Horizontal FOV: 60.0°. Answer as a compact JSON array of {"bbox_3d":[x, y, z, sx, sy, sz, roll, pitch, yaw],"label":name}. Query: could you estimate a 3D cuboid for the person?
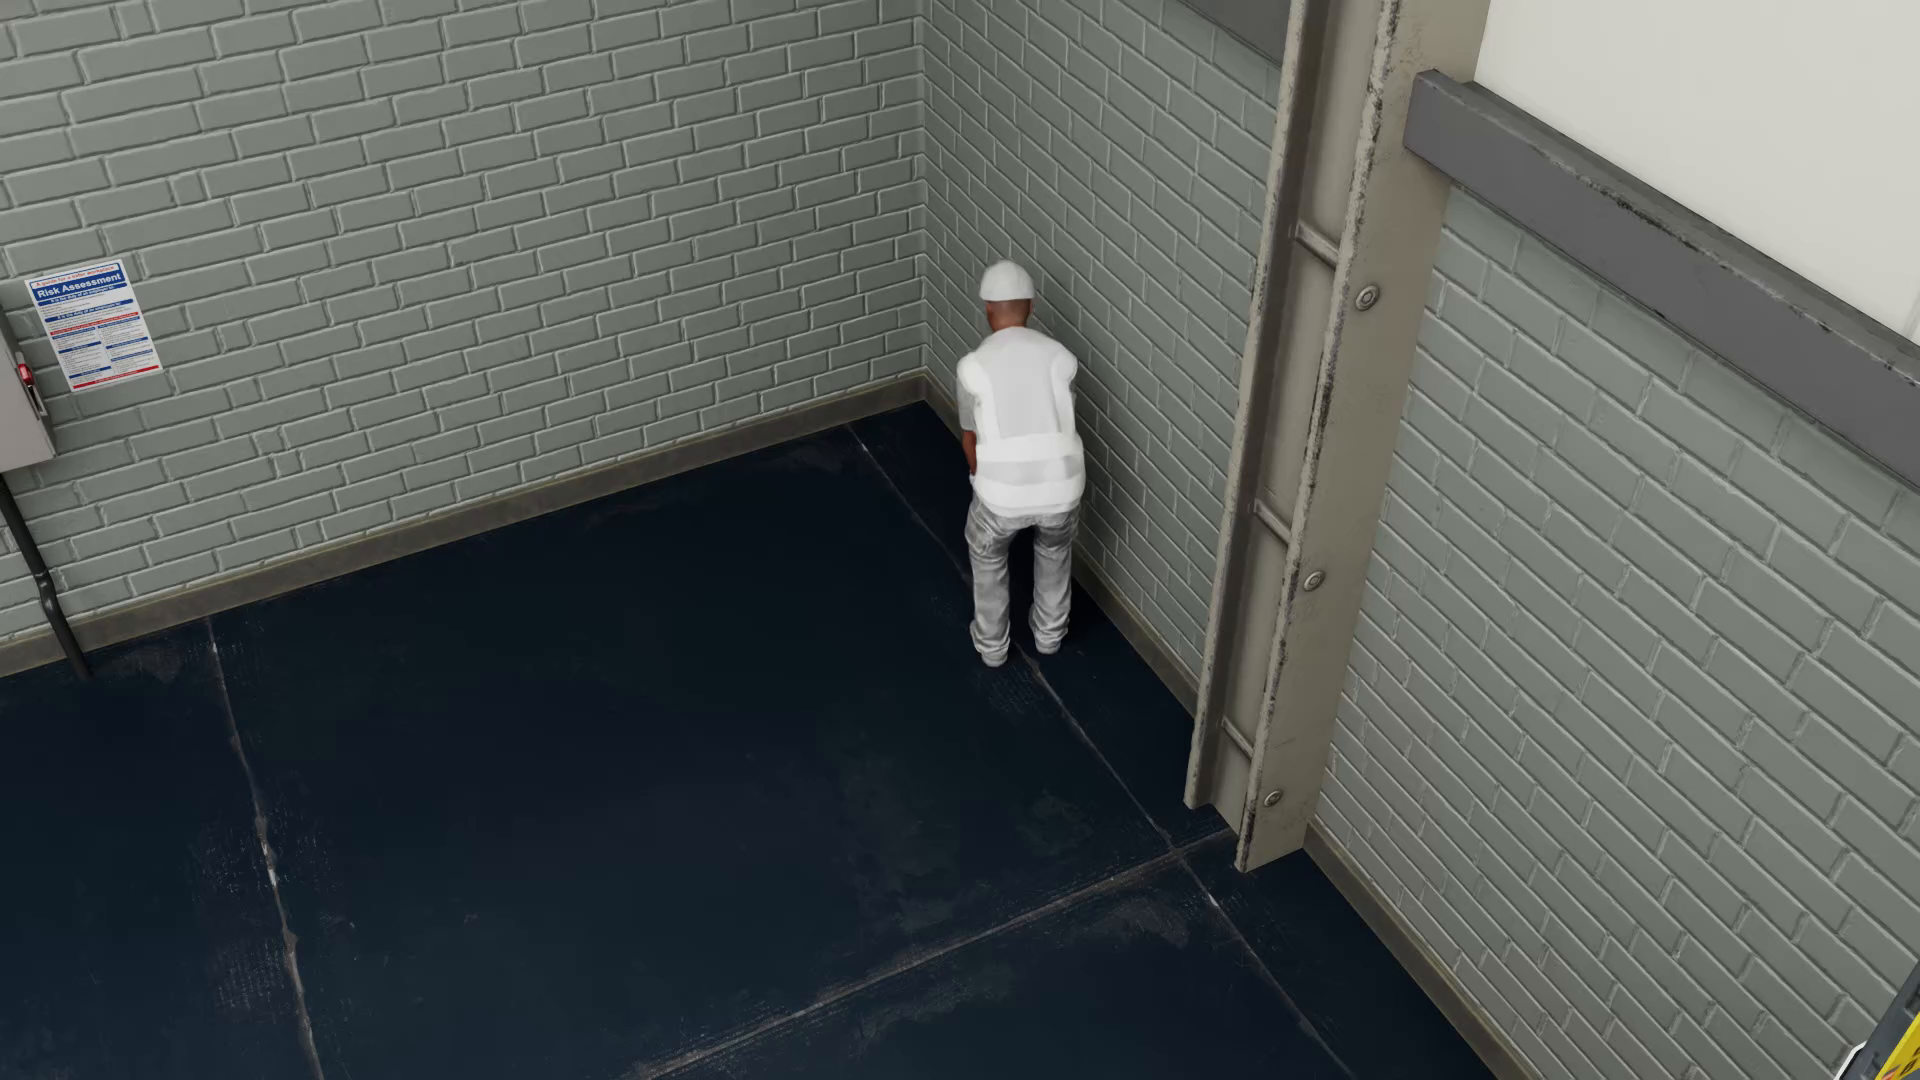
[{"bbox_3d":[0.227,-0.290,6.478,0.489,1.781,0.586,-5,41,-6],"label":"person"}]
